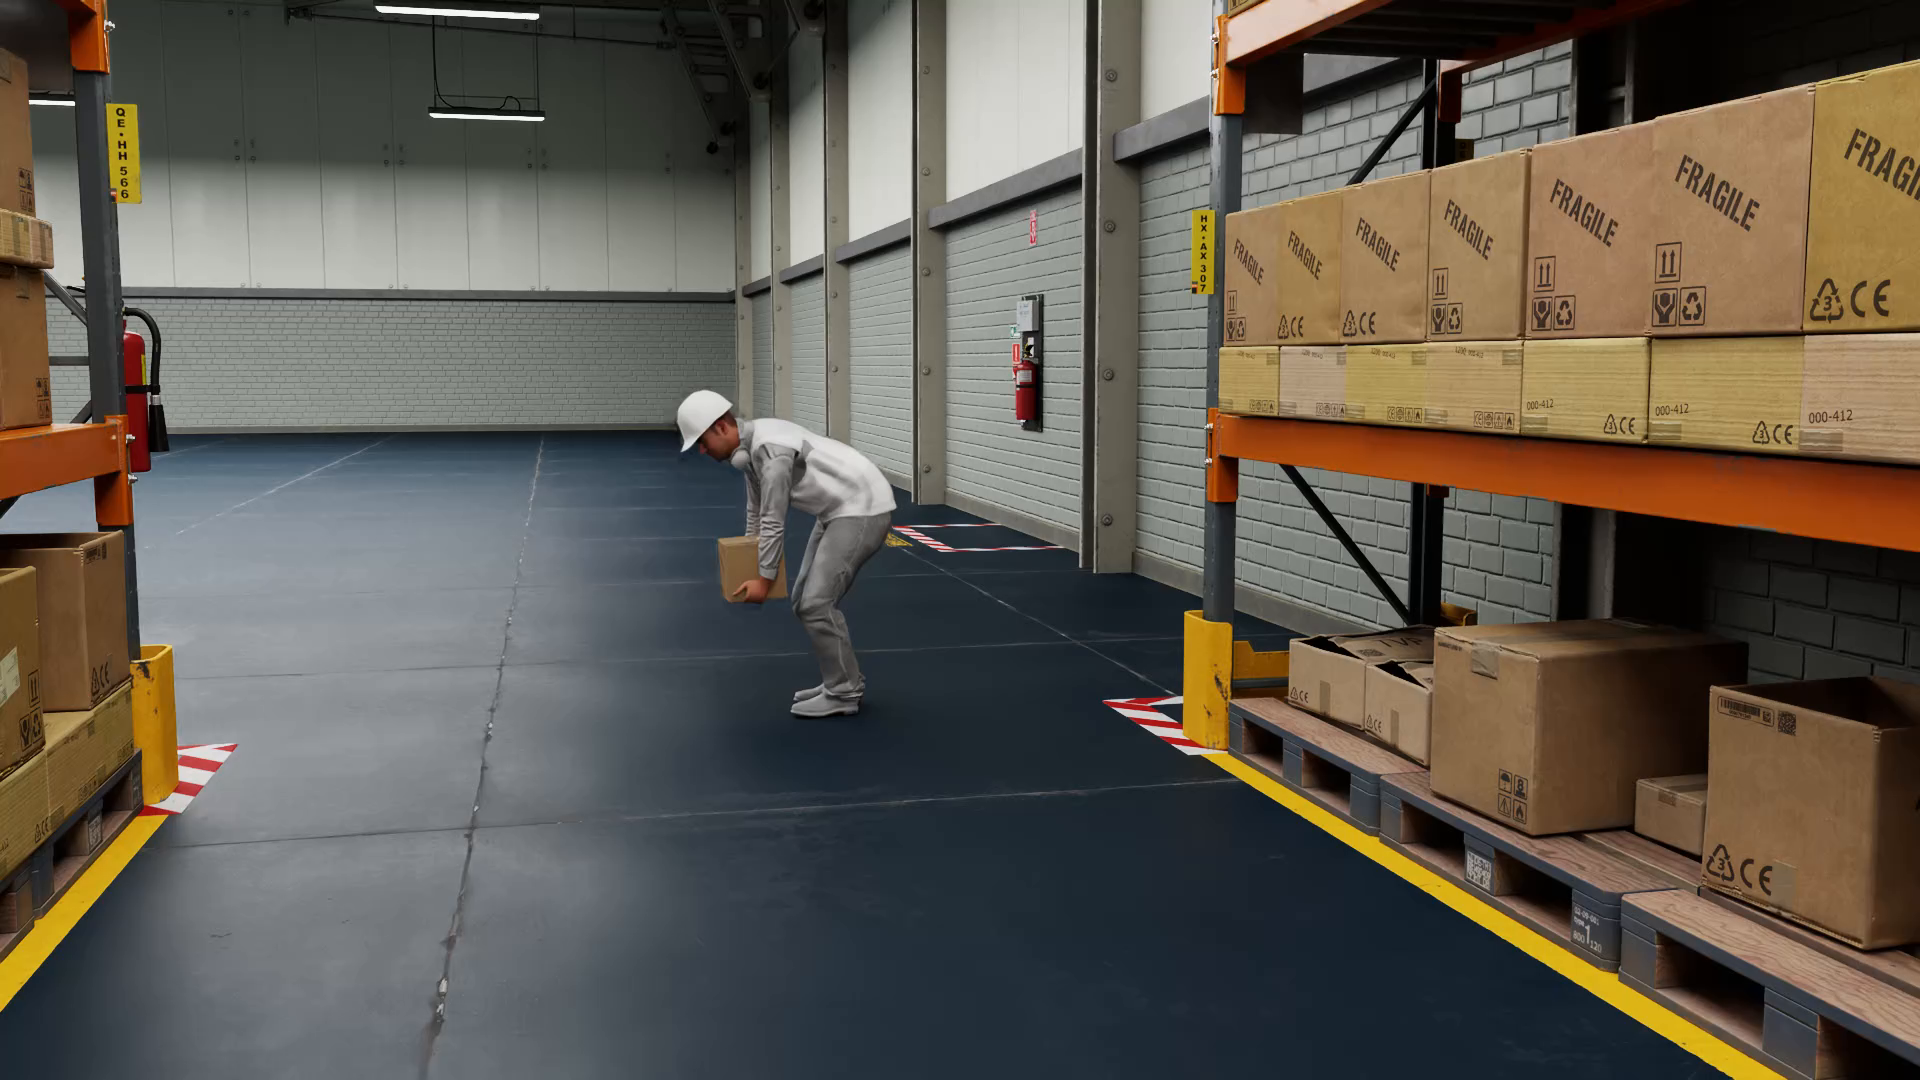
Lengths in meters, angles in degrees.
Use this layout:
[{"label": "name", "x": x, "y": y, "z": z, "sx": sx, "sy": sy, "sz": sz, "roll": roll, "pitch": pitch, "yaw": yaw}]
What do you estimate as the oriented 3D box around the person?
[{"label": "person", "x": -0.737, "y": 0.055, "z": 7.122, "sx": 0.919, "sy": 1.391, "sz": 0.473, "roll": -2, "pitch": 6, "yaw": -15}]
